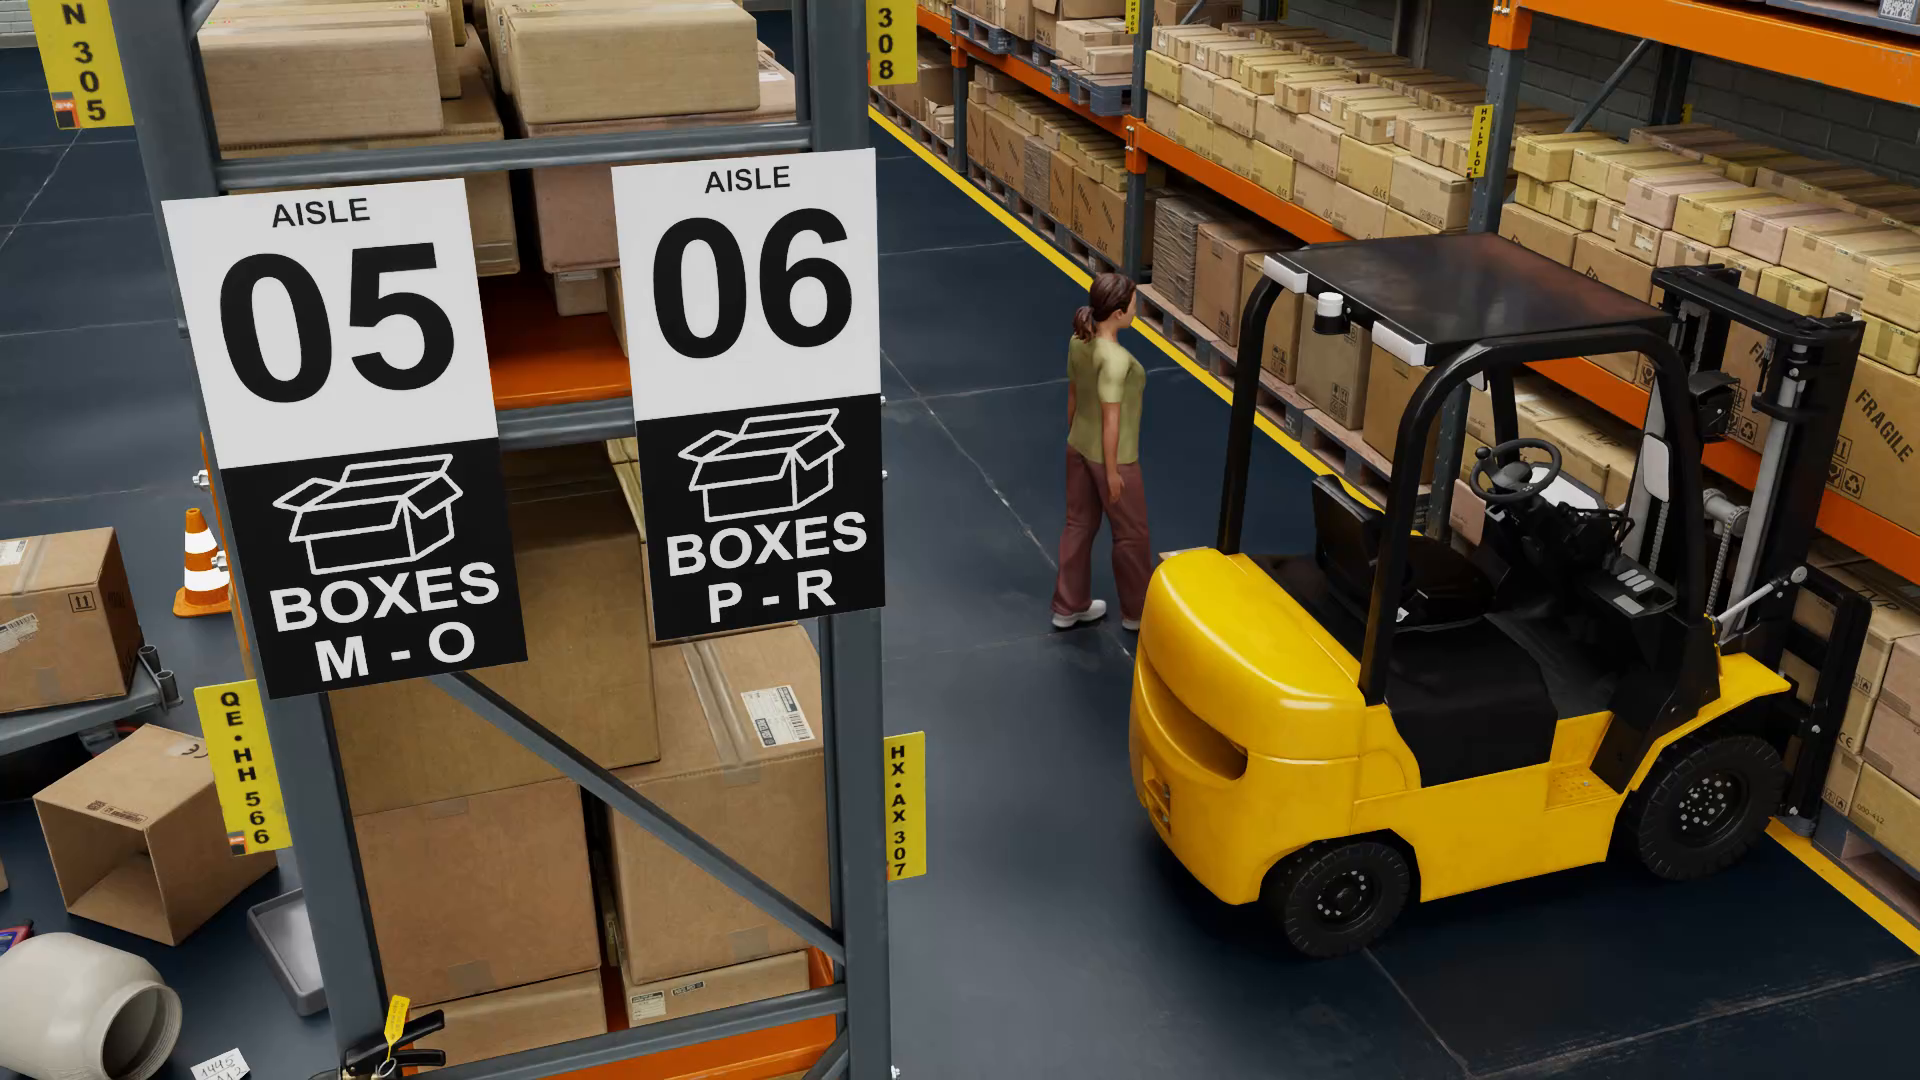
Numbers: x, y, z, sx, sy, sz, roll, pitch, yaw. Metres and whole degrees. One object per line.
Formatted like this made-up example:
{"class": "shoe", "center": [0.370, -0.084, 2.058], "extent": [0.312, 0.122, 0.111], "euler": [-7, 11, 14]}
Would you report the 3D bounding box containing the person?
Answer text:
{"class": "person", "center": [0.705, -0.388, 7.379], "extent": [0.592, 1.672, 0.457], "euler": [-14, 29, -25]}
